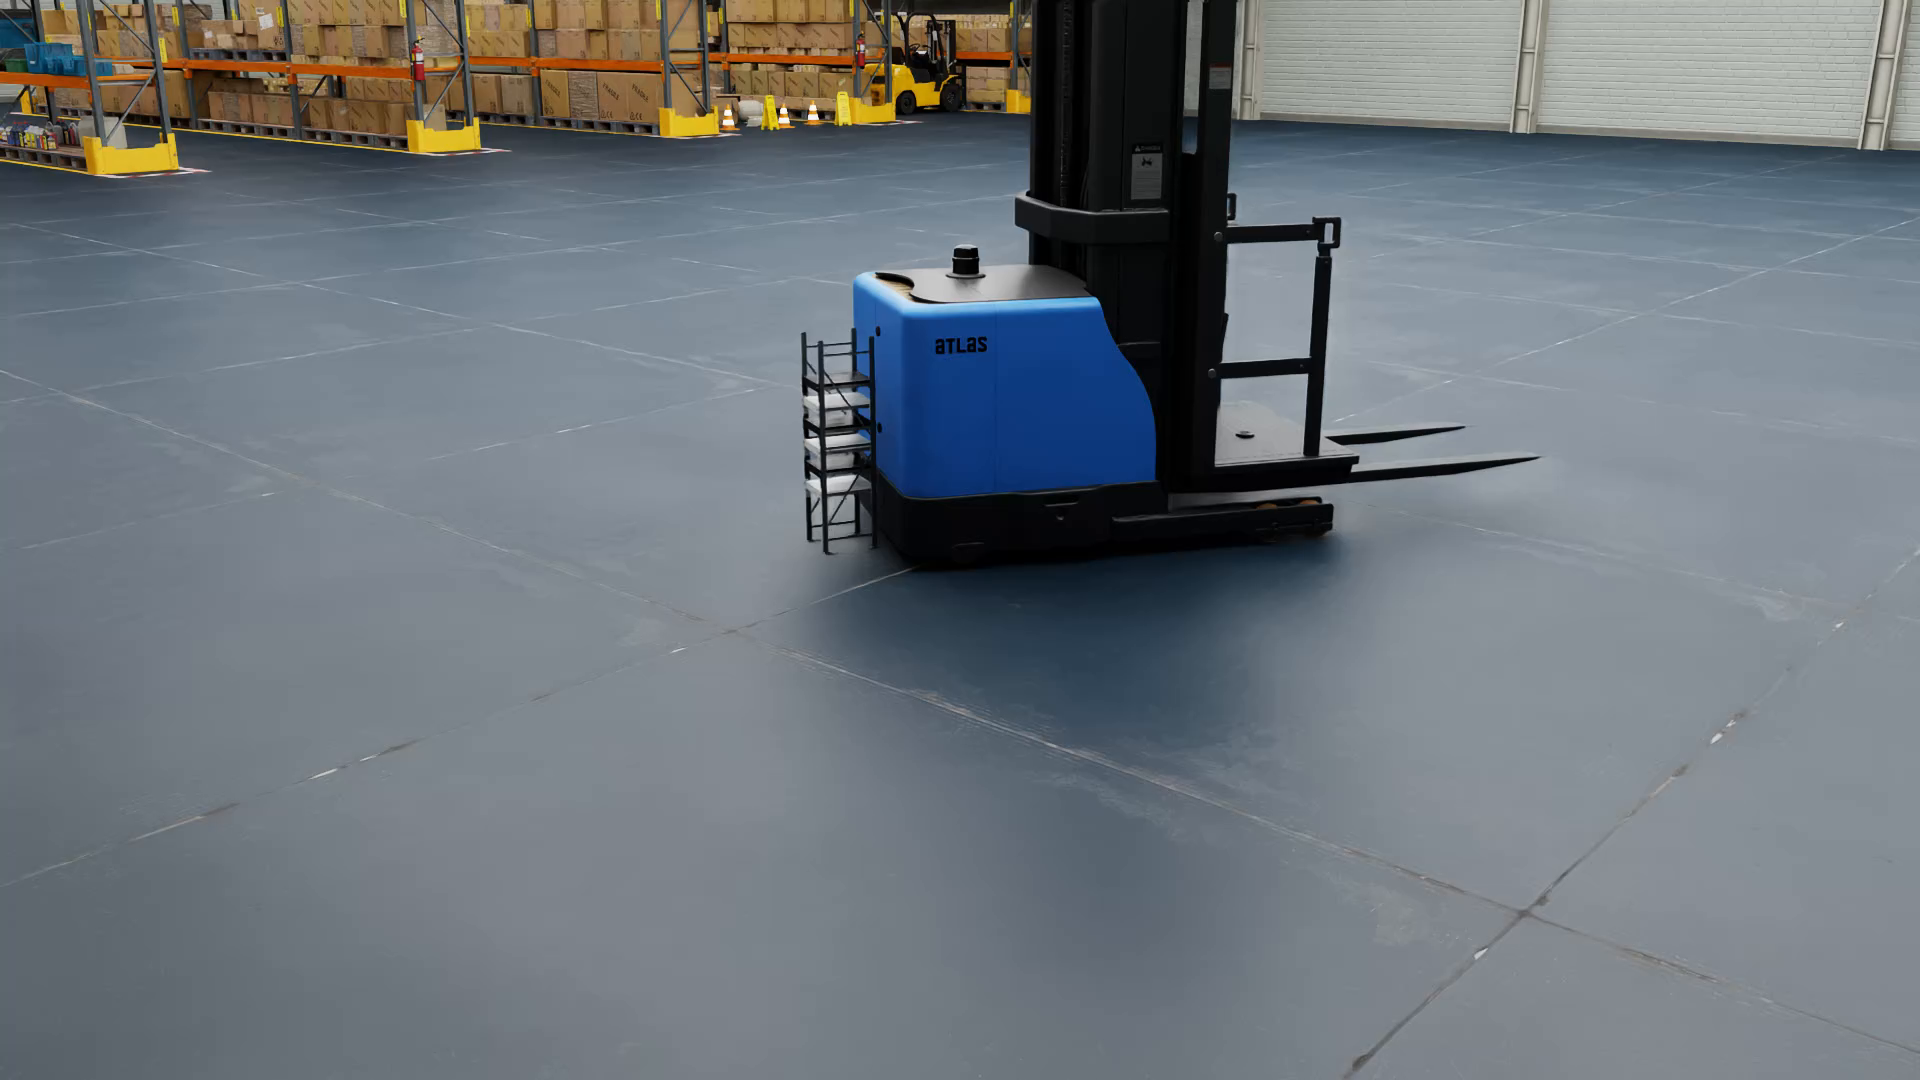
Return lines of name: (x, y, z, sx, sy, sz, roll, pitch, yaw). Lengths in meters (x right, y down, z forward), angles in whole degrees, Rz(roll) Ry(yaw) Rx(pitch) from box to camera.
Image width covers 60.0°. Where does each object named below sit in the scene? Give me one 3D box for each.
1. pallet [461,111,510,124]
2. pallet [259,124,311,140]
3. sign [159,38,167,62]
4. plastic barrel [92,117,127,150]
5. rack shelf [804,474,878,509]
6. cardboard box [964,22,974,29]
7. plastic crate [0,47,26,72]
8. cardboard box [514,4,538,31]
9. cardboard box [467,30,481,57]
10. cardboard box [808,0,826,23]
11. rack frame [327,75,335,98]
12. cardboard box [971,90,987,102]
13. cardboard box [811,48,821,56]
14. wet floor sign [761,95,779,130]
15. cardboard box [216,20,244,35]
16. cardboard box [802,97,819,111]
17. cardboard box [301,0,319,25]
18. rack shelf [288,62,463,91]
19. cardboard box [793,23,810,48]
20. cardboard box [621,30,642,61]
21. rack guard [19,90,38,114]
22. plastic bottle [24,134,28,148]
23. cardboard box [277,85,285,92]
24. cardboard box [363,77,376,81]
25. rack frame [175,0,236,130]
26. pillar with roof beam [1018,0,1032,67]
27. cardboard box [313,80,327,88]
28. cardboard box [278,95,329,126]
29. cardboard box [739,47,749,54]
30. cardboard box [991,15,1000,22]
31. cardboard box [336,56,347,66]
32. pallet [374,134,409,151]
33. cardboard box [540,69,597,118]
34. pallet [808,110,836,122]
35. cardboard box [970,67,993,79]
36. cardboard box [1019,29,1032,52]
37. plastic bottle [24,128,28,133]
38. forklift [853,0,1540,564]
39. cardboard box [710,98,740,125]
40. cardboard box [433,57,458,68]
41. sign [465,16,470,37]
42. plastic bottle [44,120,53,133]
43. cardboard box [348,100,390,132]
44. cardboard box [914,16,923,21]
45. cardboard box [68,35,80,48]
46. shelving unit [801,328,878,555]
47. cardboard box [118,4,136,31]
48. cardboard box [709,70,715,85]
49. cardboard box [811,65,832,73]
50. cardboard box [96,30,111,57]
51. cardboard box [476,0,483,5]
pallet: (-9.522, -8.743, 34.310, 1.213, 0.211, 1.003, 15, 23, 39)
pallet: (-11.929, -7.414, 30.124, 1.213, 0.211, 1.003, 15, 23, 39)
sign: (-11.273, -6.919, 23.496, 0.005, 0.325, 0.100, 15, 23, 39)
plastic barrel: (-12.185, -5.792, 23.823, 0.421, 0.512, 0.421, 0, 18, 0)
rack shelf: (-0.500, -0.206, 6.979, 0.258, 0.077, 0.200, -8, 19, -23)
cardboard box: (0.297, -11.719, 37.840, 0.250, 0.149, 0.380, 14, 22, 38)
plastic crate: (-14.326, -7.303, 25.267, 0.504, 0.338, 0.767, 15, 23, 39)
cardboard box: (-8.353, -10.311, 32.826, 0.500, 0.500, 0.700, 15, 23, 38)
cardboard box: (-9.683, -10.085, 33.766, 0.500, 0.500, 0.500, 15, 23, 39)
cardboard box: (-2.677, -10.848, 34.026, 0.500, 0.500, 0.700, 15, 23, 40)
rack frame: (-13.962, -11.295, 37.744, 0.127, 3.000, 1.000, 15, 23, 39)
cardboard box: (0.589, -10.164, 38.031, 0.500, 0.250, 0.500, 15, 23, 39)
cardboard box: (-2.851, -10.060, 34.267, 0.250, 0.149, 0.380, 16, 23, 40)
wet floor sign: (-3.650, -8.206, 31.901, 0.232, 0.644, 0.267, 11, 20, 30)
cardboard box: (-13.423, -9.449, 31.067, 0.700, 0.500, 0.500, -14, 22, -38)
cardboard box: (-2.942, -9.123, 34.750, 0.500, 0.250, 0.500, 15, 23, 39)
cardboard box: (-10.803, -9.005, 28.218, 0.500, 0.500, 0.500, 15, 23, 39)
rack shelf: (-9.850, -7.843, 28.054, 4.000, 0.370, 1.077, 15, 23, 39)
cardboard box: (-3.108, -10.465, 34.470, 0.500, 0.500, 0.500, 15, 23, 39)
cardboard box: (-5.720, -9.127, 30.664, 0.550, 0.550, 0.875, 15, 23, 39)
rack guard: (-20.339, -9.810, 37.196, 0.348, 0.500, 1.175, 15, 23, 39)
plastic bottle: (-13.968, -5.986, 24.914, 0.097, 0.201, 0.097, 0, 18, 0)
cardboard box: (-15.941, -10.713, 39.438, 0.250, 0.149, 0.380, 14, 22, 37)
cardboard box: (-12.806, -10.243, 36.628, 0.500, 0.250, 0.500, 16, 24, 41)
rack frame: (-14.338, -9.390, 31.741, 0.127, 3.000, 1.000, 15, 23, 39)
pillar with roof beam: (-1.264, -13.379, 34.392, 0.400, 9.000, 9.100, 15, 23, 39)
cardboard box: (-14.618, -10.475, 38.194, 0.250, 0.149, 0.380, 15, 23, 40)
cardboard box: (-11.791, -7.733, 29.926, 0.500, 0.500, 0.700, 13, 22, 35)
cardboard box: (-4.522, -10.535, 35.762, 0.250, 0.149, 0.380, 16, 24, 41)
cardboard box: (0.903, -11.715, 37.338, 0.250, 0.149, 0.380, 15, 23, 39)
cardboard box: (-10.254, -8.058, 27.958, 0.250, 0.149, 0.380, 15, 23, 39)
pallet: (-8.995, -6.641, 27.689, 1.213, 0.211, 1.003, 15, 23, 39)
cardboard box: (-7.554, -8.734, 32.492, 0.875, 0.875, 0.875, 15, 23, 40)
pallet: (-2.417, -8.883, 34.754, 1.213, 0.211, 1.003, 15, 23, 39)
cardboard box: (0.578, -10.639, 37.874, 0.500, 0.250, 0.500, 16, 23, 40)
cardboard box: (1.330, -11.360, 37.782, 0.500, 0.500, 0.500, 16, 24, 41)
plastic bottle: (-14.029, -6.061, 25.033, 0.097, 0.271, 0.097, 0, 18, 0)
forklift: (1.096, -1.533, 7.095, 3.031, 2.935, 1.130, -5, 18, -15)
cardboard box: (-4.770, -8.616, 33.429, 0.637, 0.503, 0.797, 0, 18, 2)
cardboard box: (-8.409, -7.775, 27.068, 0.250, 0.149, 0.380, 15, 23, 39)
sign: (-7.994, -8.319, 26.936, 0.005, 0.325, 0.100, 15, 23, 39)
plastic bottle: (-14.056, -6.317, 25.709, 0.185, 0.351, 0.144, 15, 23, 39)
cardboard box: (-10.123, -7.286, 28.550, 0.500, 0.500, 0.500, 13, 22, 34)
cardboard box: (-0.858, -12.164, 38.753, 0.250, 0.149, 0.380, 16, 23, 40)
cardboard box: (-18.223, -10.396, 34.667, 0.500, 0.250, 0.500, 16, 24, 41)
shelving unit: (-0.500, -0.409, 6.914, 0.258, 0.900, 0.210, -8, 19, -23)
cardboard box: (-16.341, -10.452, 33.264, 0.637, 0.503, 0.797, 15, 23, 40)
cardboard box: (-6.472, -12.214, 44.077, 0.500, 0.500, 0.500, 14, 22, 38)
cardboard box: (-2.868, -9.743, 34.391, 0.250, 0.149, 0.380, 16, 24, 41)
cardboard box: (-17.151, -10.092, 33.787, 0.500, 0.500, 0.500, 15, 23, 39)
cardboard box: (-11.911, -13.477, 41.729, 0.250, 0.149, 0.380, 15, 23, 39)
